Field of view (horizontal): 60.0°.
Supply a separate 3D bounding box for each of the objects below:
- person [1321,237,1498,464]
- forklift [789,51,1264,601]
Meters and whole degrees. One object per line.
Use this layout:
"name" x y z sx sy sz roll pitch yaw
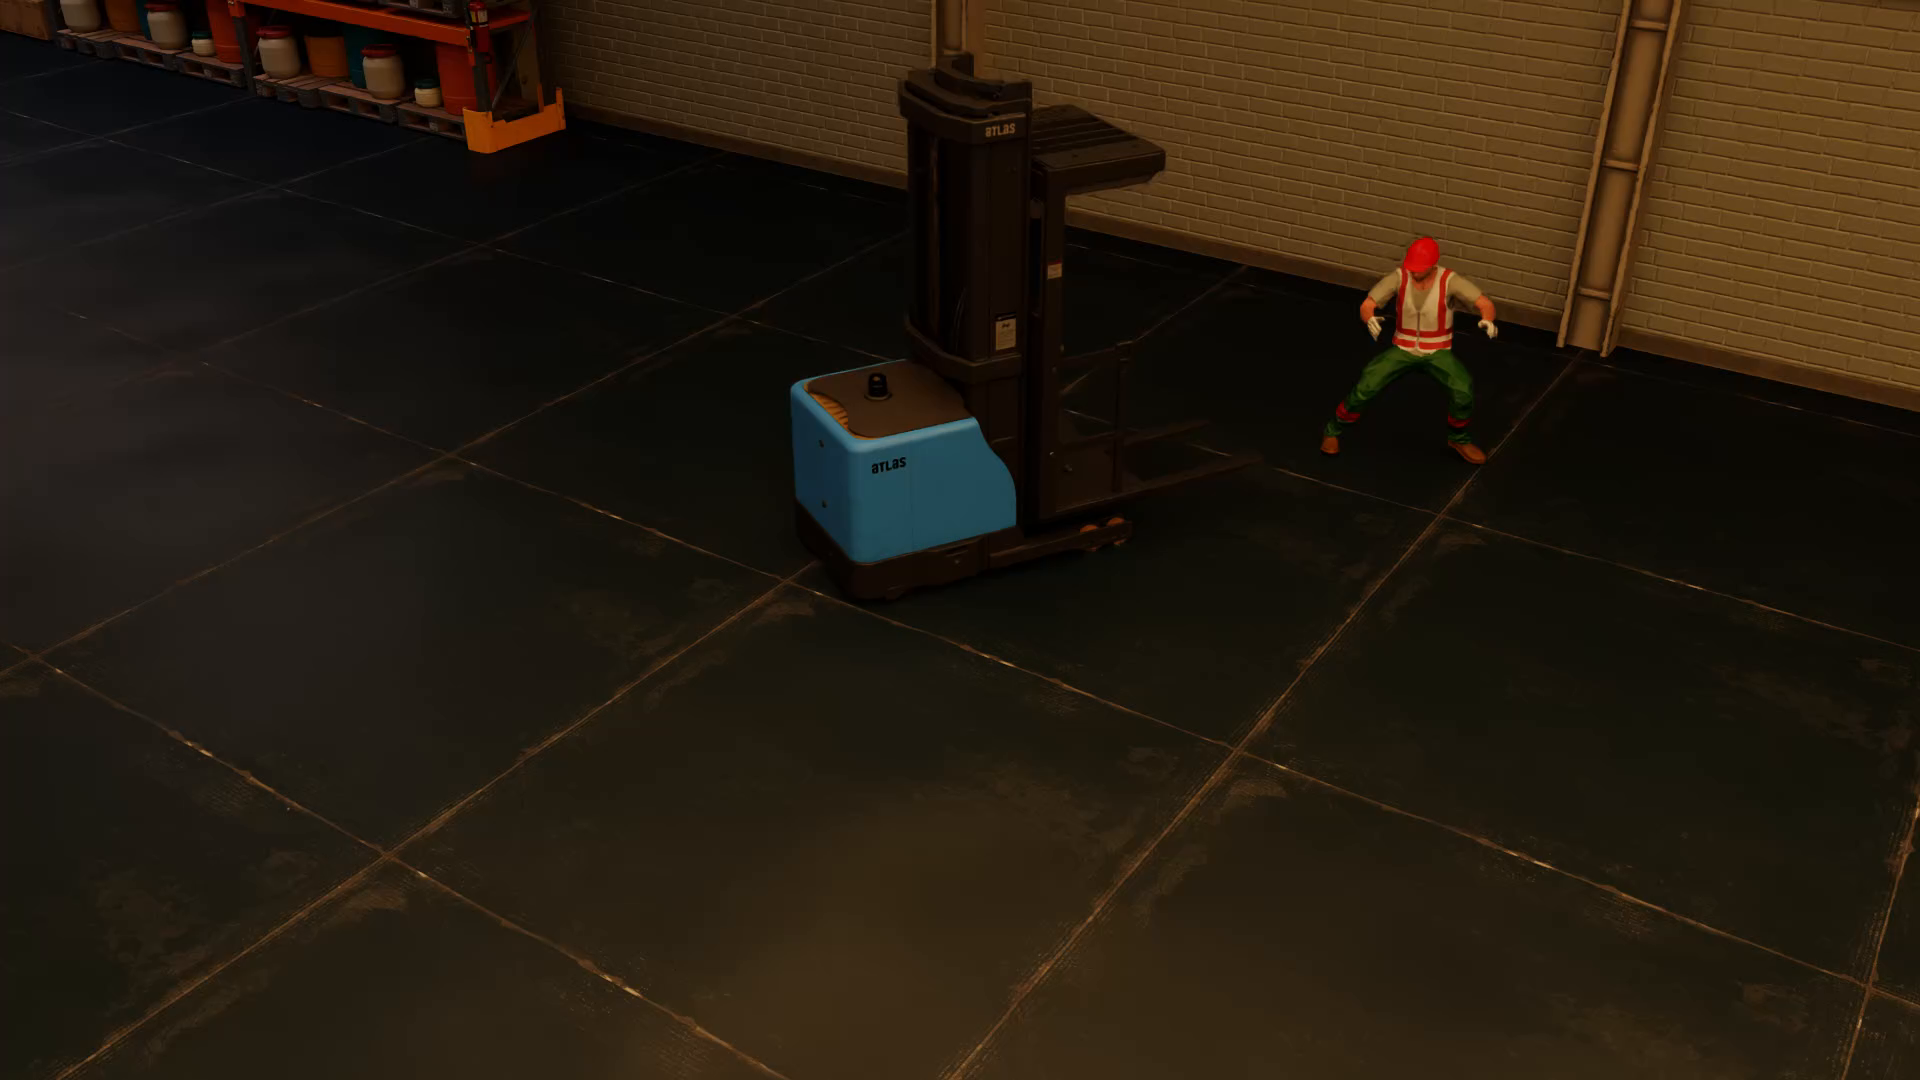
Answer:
"person" 3.061 -1.255 11.129 1.103 1.544 0.738 15 33 24
"forklift" 0.510 -1.417 10.021 3.031 2.935 1.130 -14 33 -23
